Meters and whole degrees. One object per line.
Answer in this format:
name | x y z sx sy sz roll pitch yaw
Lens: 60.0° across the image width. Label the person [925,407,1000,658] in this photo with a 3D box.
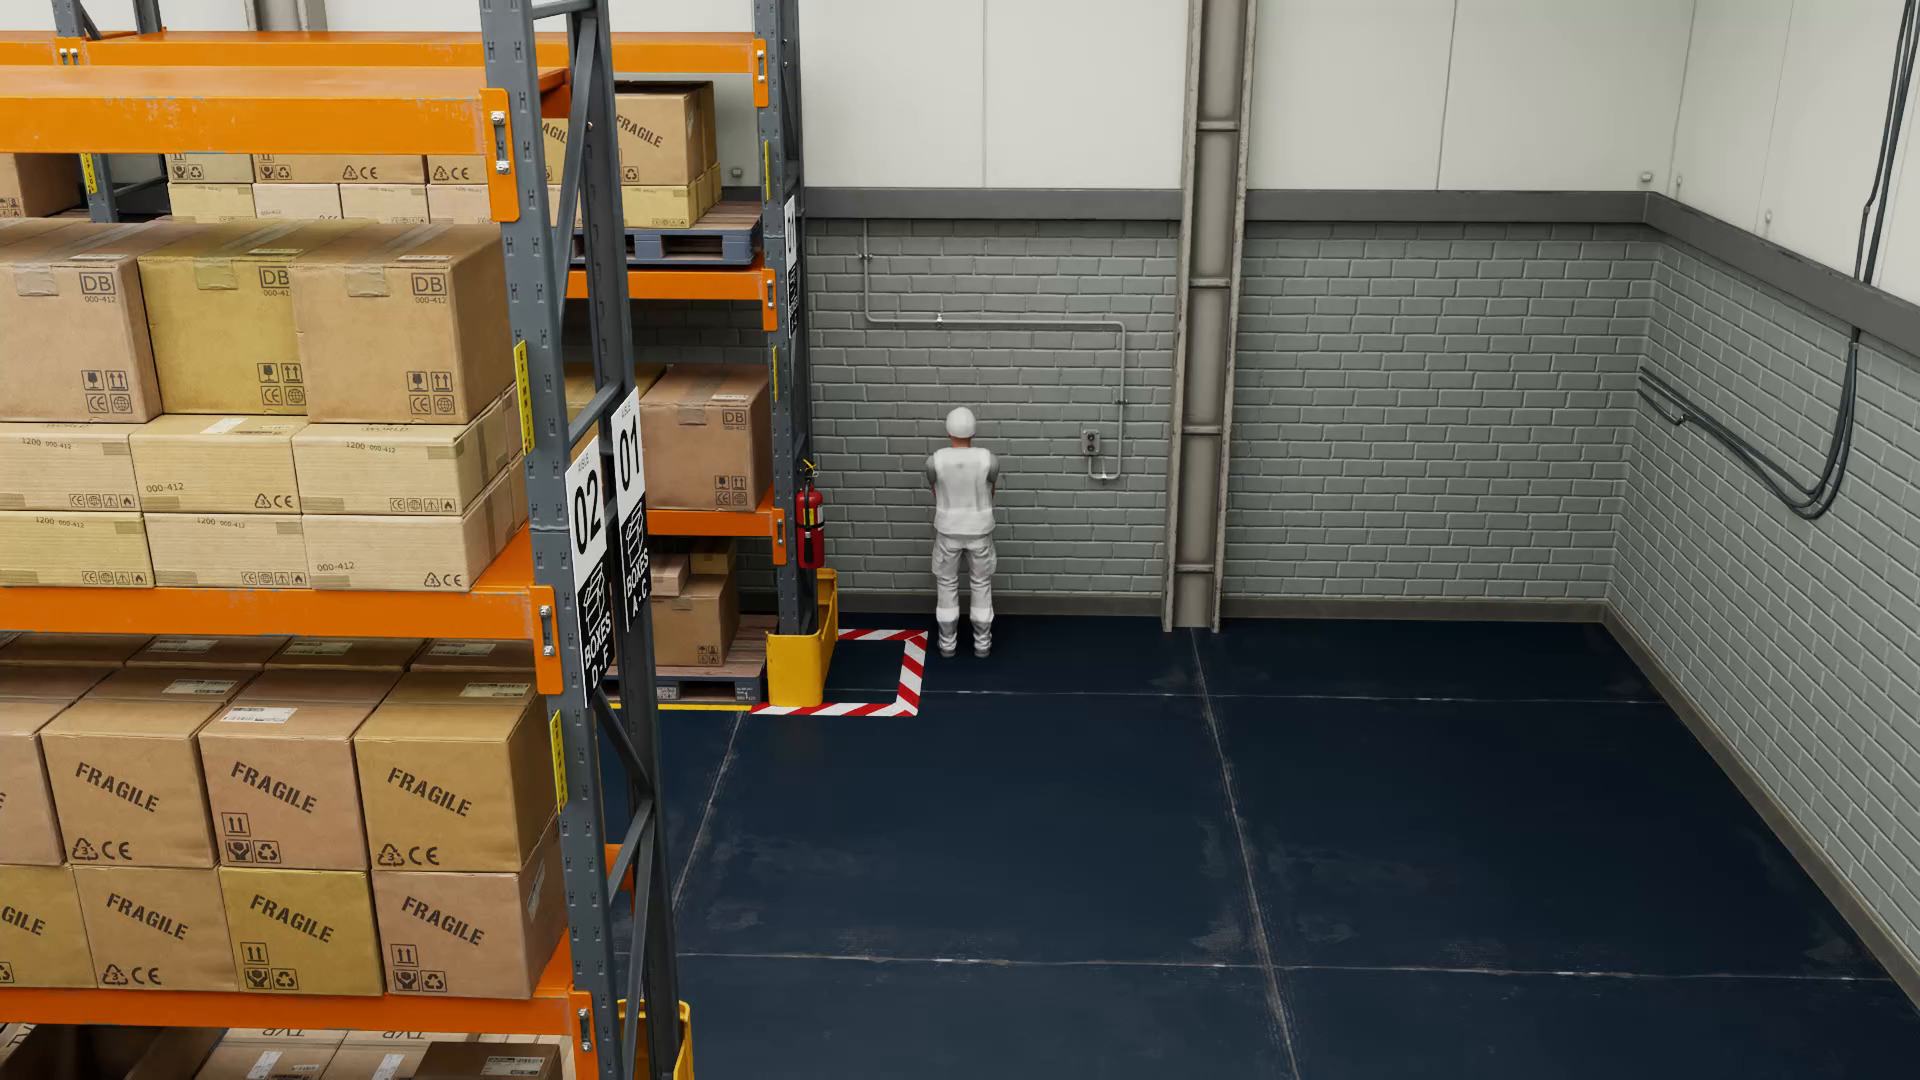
person | 0.018 -0.088 11.289 0.494 1.782 0.564 0 21 0
